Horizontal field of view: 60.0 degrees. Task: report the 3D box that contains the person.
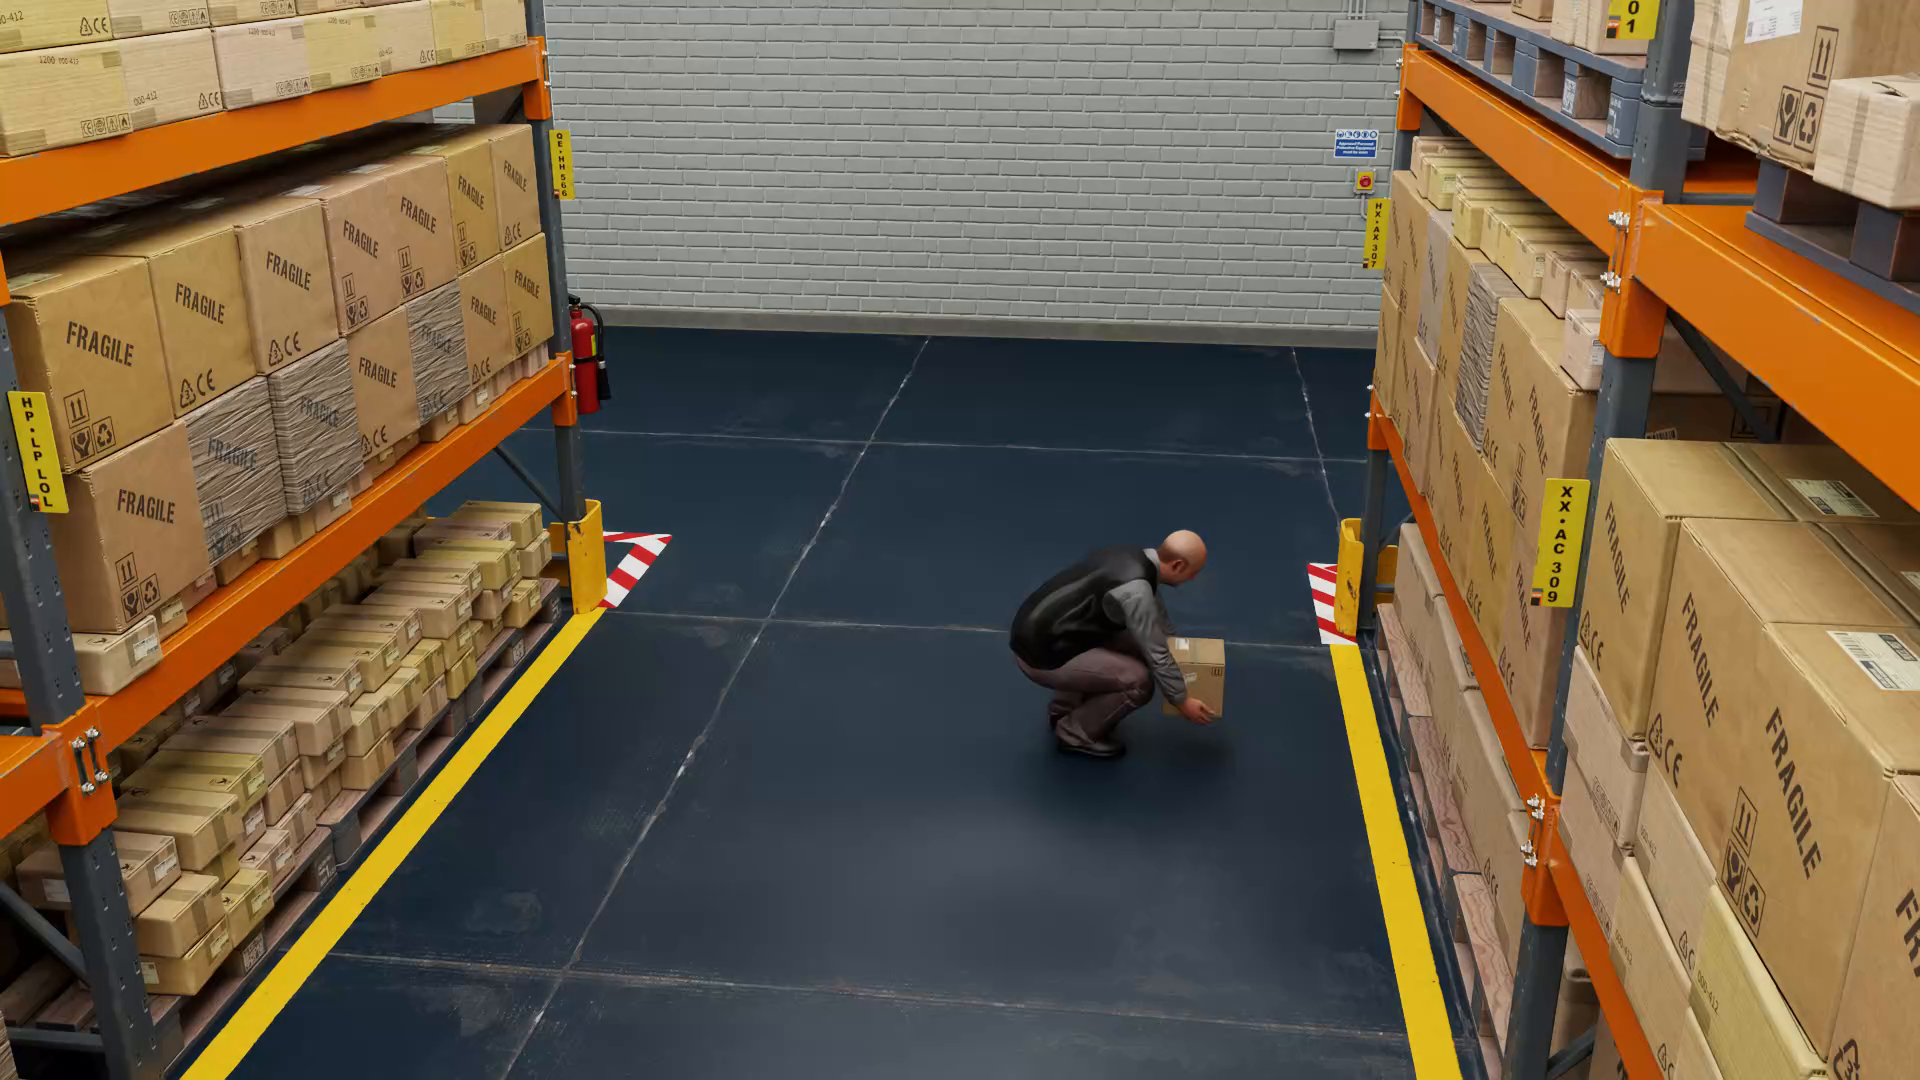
[{"bbox_3d":[0.652,0.454,7.112,0.874,0.886,0.531,2,21,6],"label":"person"}]
